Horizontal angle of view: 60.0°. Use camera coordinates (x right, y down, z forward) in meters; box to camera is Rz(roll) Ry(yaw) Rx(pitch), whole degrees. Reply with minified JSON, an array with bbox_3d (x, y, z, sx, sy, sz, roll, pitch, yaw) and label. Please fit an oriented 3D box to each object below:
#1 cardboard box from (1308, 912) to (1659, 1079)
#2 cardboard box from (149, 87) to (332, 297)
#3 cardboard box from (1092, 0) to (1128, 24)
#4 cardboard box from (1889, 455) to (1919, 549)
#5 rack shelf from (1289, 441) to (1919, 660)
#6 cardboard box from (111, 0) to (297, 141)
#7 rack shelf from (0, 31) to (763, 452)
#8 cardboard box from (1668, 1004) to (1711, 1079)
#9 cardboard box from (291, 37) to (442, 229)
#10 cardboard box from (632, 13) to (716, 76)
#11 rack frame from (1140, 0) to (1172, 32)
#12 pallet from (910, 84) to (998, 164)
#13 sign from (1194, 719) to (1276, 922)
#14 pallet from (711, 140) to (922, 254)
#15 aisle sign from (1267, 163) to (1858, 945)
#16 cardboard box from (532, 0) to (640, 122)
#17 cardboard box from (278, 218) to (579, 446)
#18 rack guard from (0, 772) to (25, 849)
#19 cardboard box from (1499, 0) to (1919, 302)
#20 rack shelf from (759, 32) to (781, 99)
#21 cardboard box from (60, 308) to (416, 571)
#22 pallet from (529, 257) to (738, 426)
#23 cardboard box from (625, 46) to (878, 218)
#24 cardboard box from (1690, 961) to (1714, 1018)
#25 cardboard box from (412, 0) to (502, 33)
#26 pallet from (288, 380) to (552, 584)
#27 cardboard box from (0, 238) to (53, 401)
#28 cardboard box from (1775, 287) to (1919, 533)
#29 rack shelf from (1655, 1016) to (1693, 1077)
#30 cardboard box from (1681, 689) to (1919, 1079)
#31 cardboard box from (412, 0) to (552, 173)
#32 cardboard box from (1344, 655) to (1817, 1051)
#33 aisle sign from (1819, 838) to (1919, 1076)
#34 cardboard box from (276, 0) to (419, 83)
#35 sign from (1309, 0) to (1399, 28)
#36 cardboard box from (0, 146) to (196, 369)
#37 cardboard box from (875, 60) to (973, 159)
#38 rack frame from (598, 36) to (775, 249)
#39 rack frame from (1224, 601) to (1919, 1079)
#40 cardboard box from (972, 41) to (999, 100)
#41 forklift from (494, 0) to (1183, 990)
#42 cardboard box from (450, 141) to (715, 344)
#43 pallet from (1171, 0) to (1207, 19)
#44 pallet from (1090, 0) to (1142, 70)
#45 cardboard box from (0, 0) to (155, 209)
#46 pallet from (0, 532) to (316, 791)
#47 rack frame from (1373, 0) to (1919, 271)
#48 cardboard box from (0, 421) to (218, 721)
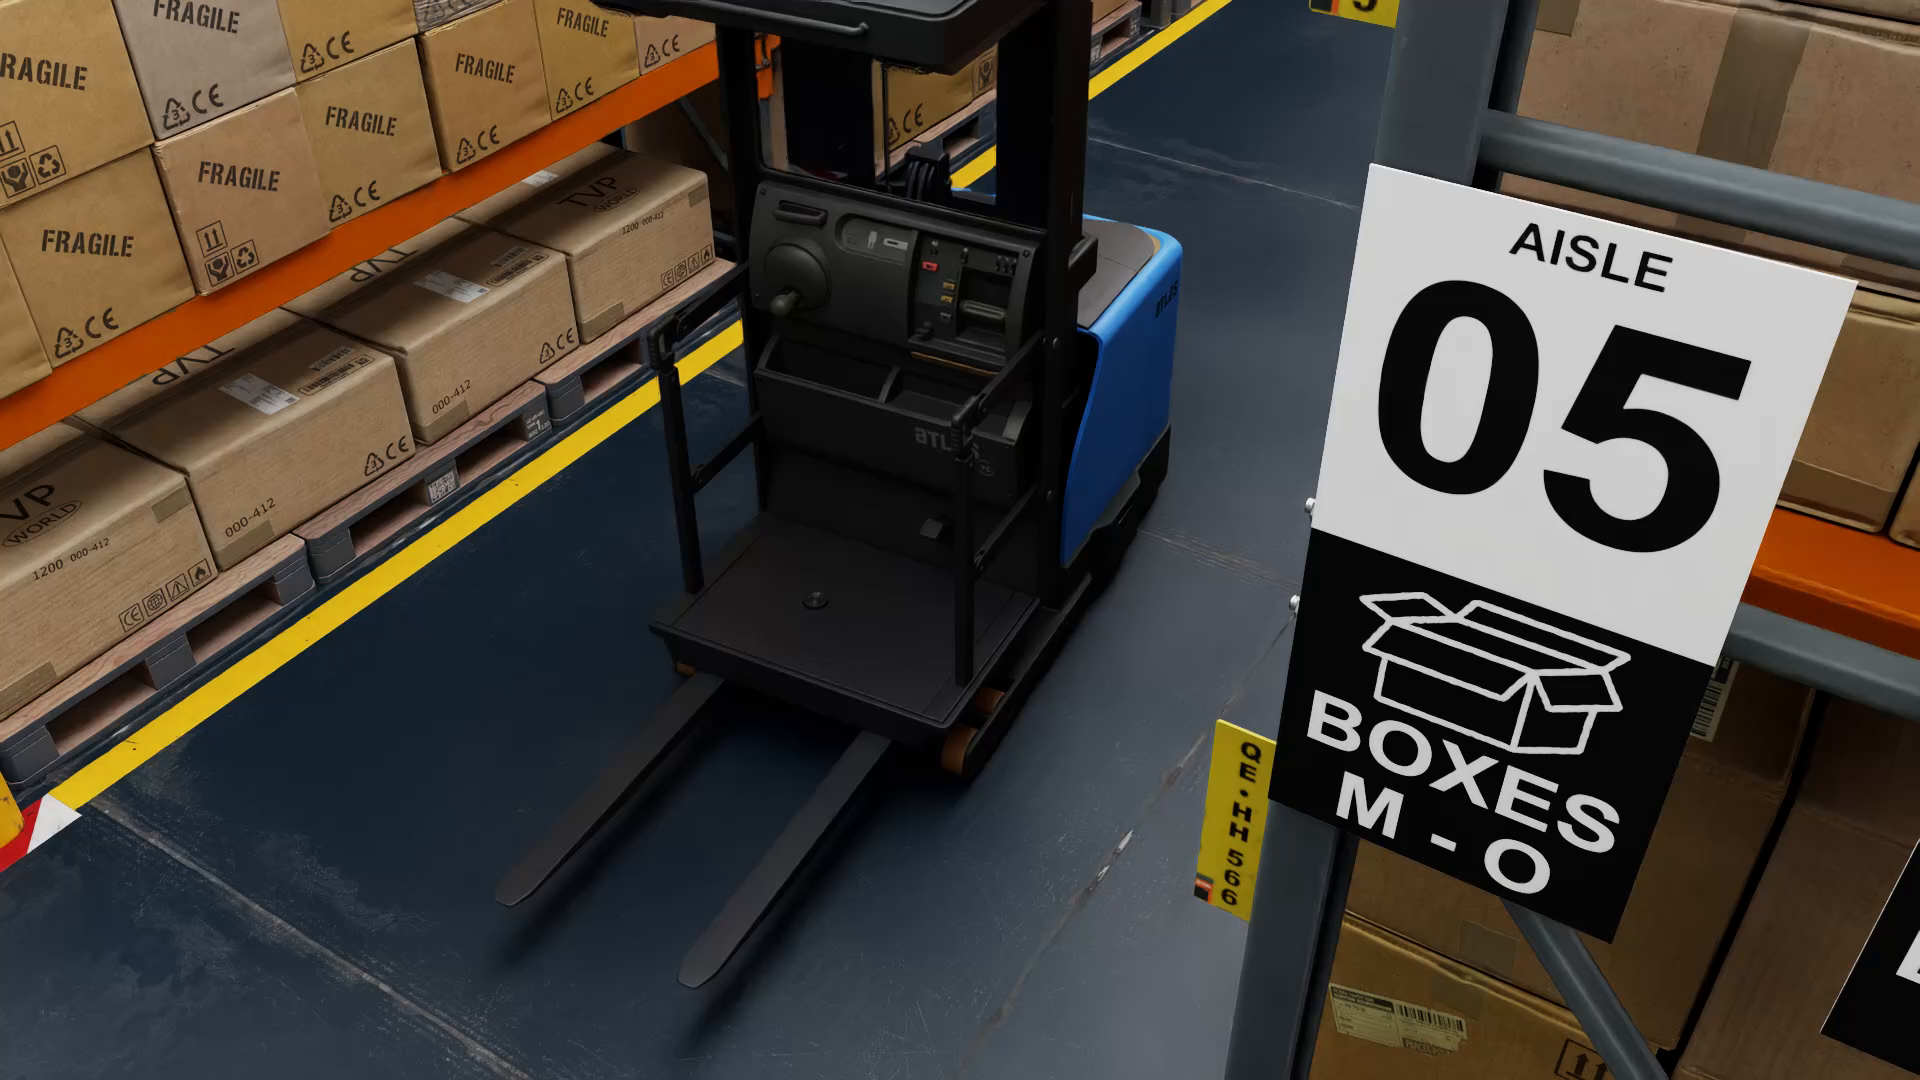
[{"bbox_3d":[0.838,0.667,2.603,0.500,0.500,0.500,22,43,26],"label":"cardboard box"},{"bbox_3d":[-2.384,-1.146,5.198,0.500,0.500,0.500,21,42,25],"label":"cardboard box"},{"bbox_3d":[0.427,-3.547,9.791,0.875,0.875,0.875,21,42,25],"label":"cardboard box"},{"bbox_3d":[1.271,-0.136,1.636,0.500,0.250,0.500,23,43,27],"label":"cardboard box"},{"bbox_3d":[1.886,-0.794,2.955,1.077,0.370,4.000,21,42,25],"label":"rack shelf"},{"bbox_3d":[-2.381,-1.553,4.907,0.500,0.500,0.500,21,42,25],"label":"cardboard box"},{"bbox_3d":[-2.348,-1.173,5.904,1.077,0.370,4.000,21,42,25],"label":"rack shelf"},{"bbox_3d":[1.289,0.842,2.376,0.500,0.500,0.500,23,43,27],"label":"cardboard box"},{"bbox_3d":[-2.130,-1.410,5.540,0.500,0.500,0.500,23,43,27],"label":"cardboard box"},{"bbox_3d":[-1.309,-2.206,6.573,0.500,0.500,0.500,22,43,26],"label":"cardboard box"},{"bbox_3d":[0.867,-4.551,9.697,1.000,3.000,0.127,21,42,25],"label":"rack frame"},{"bbox_3d":[-0.273,-2.439,9.240,1.003,0.211,1.213,21,42,25],"label":"pallet"},{"bbox_3d":[0.357,0.365,2.113,0.100,0.325,0.005,21,42,25],"label":"sign"},{"bbox_3d":[-0.926,-1.807,8.421,1.003,0.211,1.213,21,42,25],"label":"pallet"},{"bbox_3d":[0.522,0.050,1.599,0.394,0.787,0.004,21,42,25],"label":"aisle sign"},{"bbox_3d":[-1.580,-1.939,6.226,0.500,0.500,0.500,20,42,24],"label":"cardboard box"},{"bbox_3d":[-2.182,-0.890,6.703,0.875,0.438,0.875,20,42,24],"label":"cardboard box"},{"bbox_3d":[-3.432,0.575,5.094,1.175,0.500,0.348,21,42,25],"label":"rack guard"},{"bbox_3d":[0.847,-0.507,1.708,0.500,0.250,0.500,20,42,24],"label":"cardboard box"},{"bbox_3d":[-0.205,-3.235,8.579,1.077,0.370,4.000,21,42,25],"label":"rack shelf"},{"bbox_3d":[-2.667,-0.426,6.100,0.875,0.438,0.875,22,43,26],"label":"cardboard box"},{"bbox_3d":[-1.750,-1.018,7.398,1.003,0.211,1.213,21,42,25],"label":"pallet"},{"bbox_3d":[-1.011,-2.160,7.991,0.875,0.875,0.875,23,43,26],"label":"cardboard box"},{"bbox_3d":[1.554,0.557,2.745,0.500,0.500,0.500,21,42,25],"label":"cardboard box"},{"bbox_3d":[-1.839,-2.067,5.573,0.500,0.500,0.500,22,43,26],"label":"cardboard box"},{"bbox_3d":[-2.402,-0.387,6.579,1.003,0.211,1.213,21,42,25],"label":"pallet"},{"bbox_3d":[-2.919,-0.620,4.516,0.500,0.500,0.500,21,42,25],"label":"cardboard box"},{"bbox_3d":[0.835,-0.309,1.861,0.500,0.250,0.500,20,42,24],"label":"cardboard box"},{"bbox_3d":[1.886,0.394,3.871,1.077,0.370,4.000,21,42,25],"label":"rack shelf"},{"bbox_3d":[1.279,0.442,2.075,0.500,0.500,0.500,21,42,25],"label":"cardboard box"},{"bbox_3d":[-1.837,-1.675,5.884,0.500,0.500,0.500,21,42,24],"label":"cardboard box"},{"bbox_3d":[0.850,0.269,2.299,0.500,0.500,0.500,20,42,24],"label":"cardboard box"},{"bbox_3d":[1.029,0.246,1.344,0.394,0.787,0.004,21,42,25],"label":"aisle sign"},{"bbox_3d":[-2.115,-1.811,5.241,0.500,0.500,0.500,21,42,25],"label":"cardboard box"},{"bbox_3d":[0.357,-0.590,1.377,0.100,0.325,0.005,21,42,25],"label":"sign"},{"bbox_3d":[-2.672,-0.890,4.866,0.500,0.500,0.500,21,42,25],"label":"cardboard box"},{"bbox_3d":[-0.534,-2.628,8.598,0.875,0.875,0.875,22,43,26],"label":"cardboard box"},{"bbox_3d":[-1.276,-2.489,7.022,1.000,3.000,0.127,21,42,25],"label":"rack frame"},{"bbox_3d":[0.815,1.140,2.314,1.000,3.000,0.127,21,42,25],"label":"rack frame"},{"bbox_3d":[-0.055,-3.089,9.196,0.875,0.875,0.875,22,43,26],"label":"cardboard box"},{"bbox_3d":[-0.309,-0.723,4.787,1.130,2.935,3.031,17,41,21],"label":"forklift"},{"bbox_3d":[-1.703,-1.352,7.302,0.875,0.438,0.875,21,42,24],"label":"cardboard box"},{"bbox_3d":[1.287,-3.849,11.070,1.003,0.211,1.213,21,42,25],"label":"pallet"},{"bbox_3d":[0.381,-3.065,10.053,1.003,0.211,1.213,21,42,25],"label":"pallet"},{"bbox_3d":[-2.650,-1.285,4.560,0.500,0.500,0.500,20,42,24],"label":"cardboard box"},{"bbox_3d":[-3.057,0.240,5.766,1.003,0.211,1.213,21,42,25],"label":"pallet"},{"bbox_3d":[0.815,-1.236,0.483,1.000,3.000,0.127,21,42,25],"label":"rack frame"},{"bbox_3d":[-3.150,0.049,5.485,0.875,0.438,0.875,20,42,24],"label":"cardboard box"}]
